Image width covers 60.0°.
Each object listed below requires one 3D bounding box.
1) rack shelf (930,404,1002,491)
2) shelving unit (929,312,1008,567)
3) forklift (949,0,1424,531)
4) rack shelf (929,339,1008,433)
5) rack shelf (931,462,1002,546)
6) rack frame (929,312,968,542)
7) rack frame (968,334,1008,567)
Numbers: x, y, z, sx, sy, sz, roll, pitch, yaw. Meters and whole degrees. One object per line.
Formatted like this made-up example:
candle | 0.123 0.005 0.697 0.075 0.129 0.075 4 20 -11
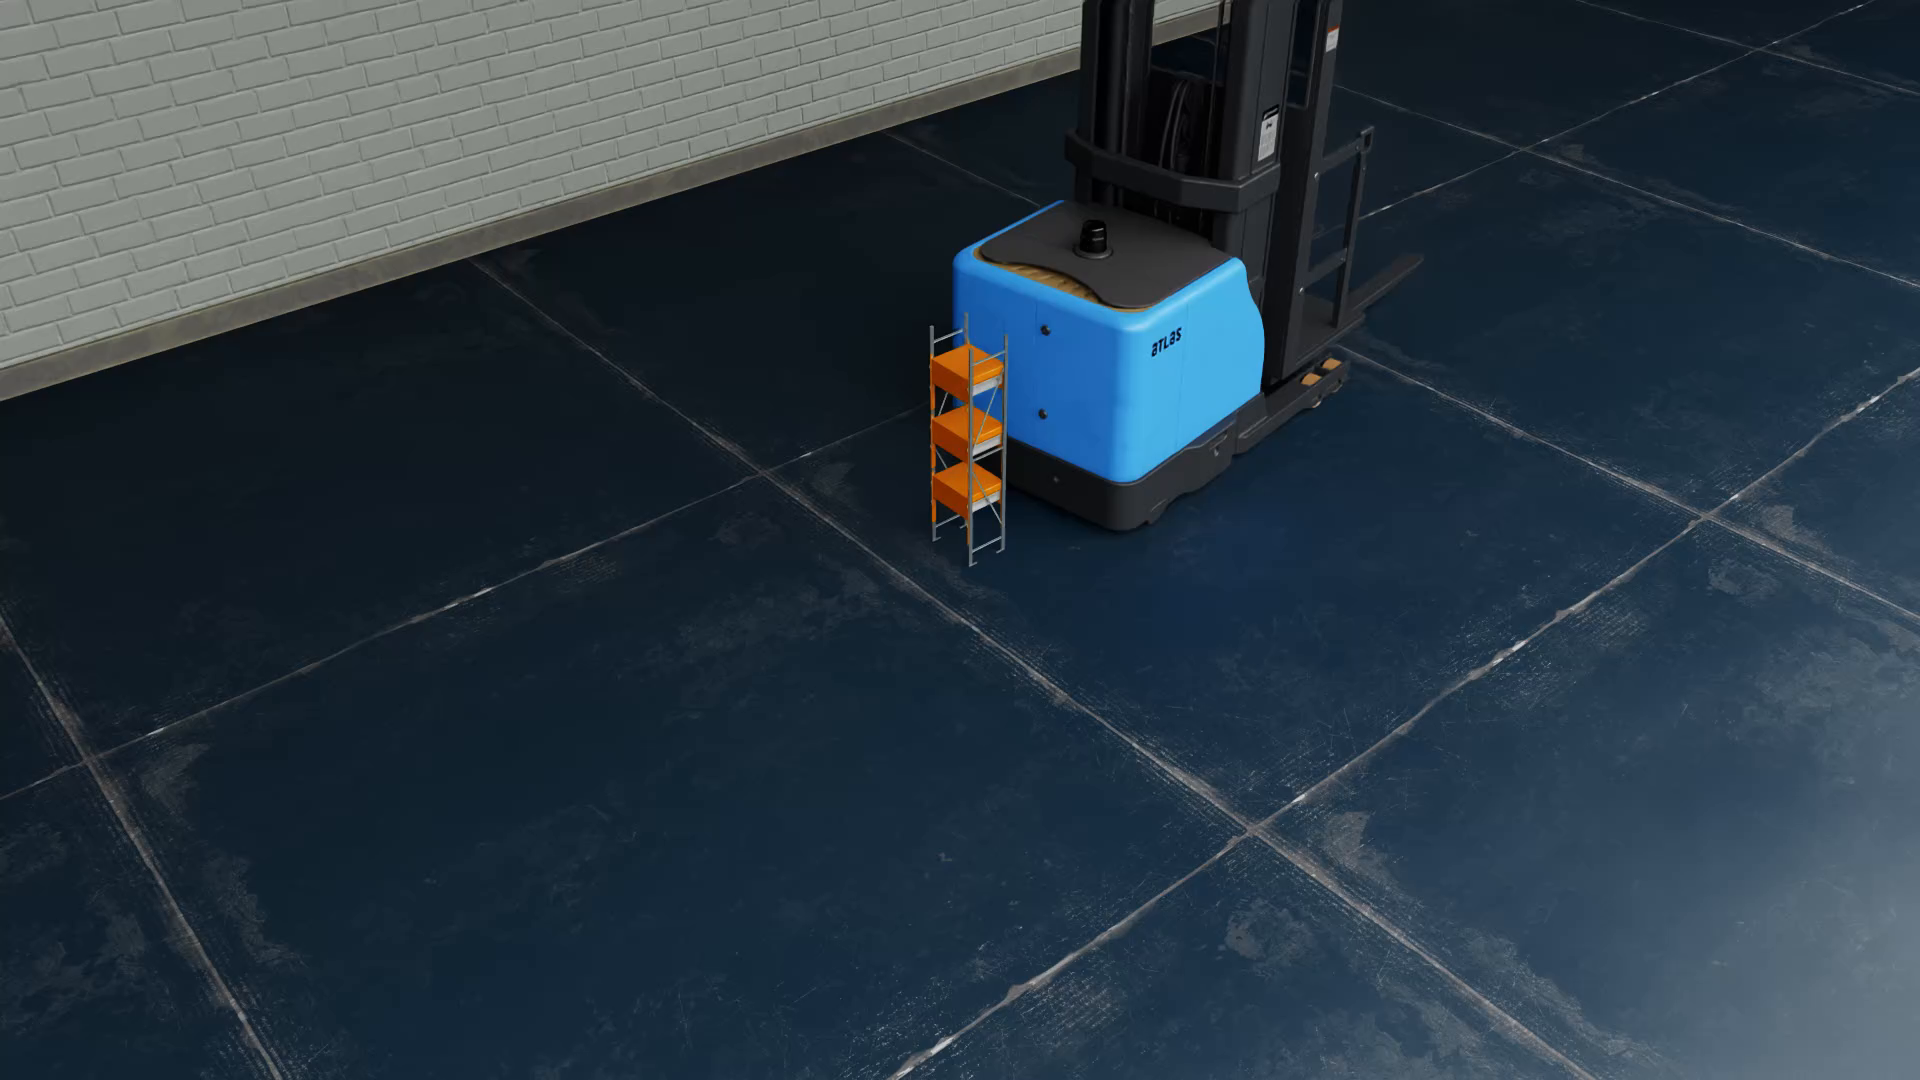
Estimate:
rack shelf | 0.035 -0.396 6.919 0.215 0.259 0.240 -26 43 -32
shelving unit | 0.035 -0.405 6.913 0.215 1.050 0.252 -26 43 -32
forklift | 1.288 -2.014 7.558 1.130 2.935 3.031 26 43 32
rack shelf | 0.035 -0.628 6.755 0.215 0.259 0.240 -26 43 -32
rack shelf | 0.035 -0.169 7.080 0.215 0.259 0.240 -26 43 -32
rack frame | -0.044 -0.459 6.989 0.200 1.050 0.008 -26 43 -32
rack frame | 0.113 -0.351 6.837 0.200 1.050 0.008 -26 43 -32
